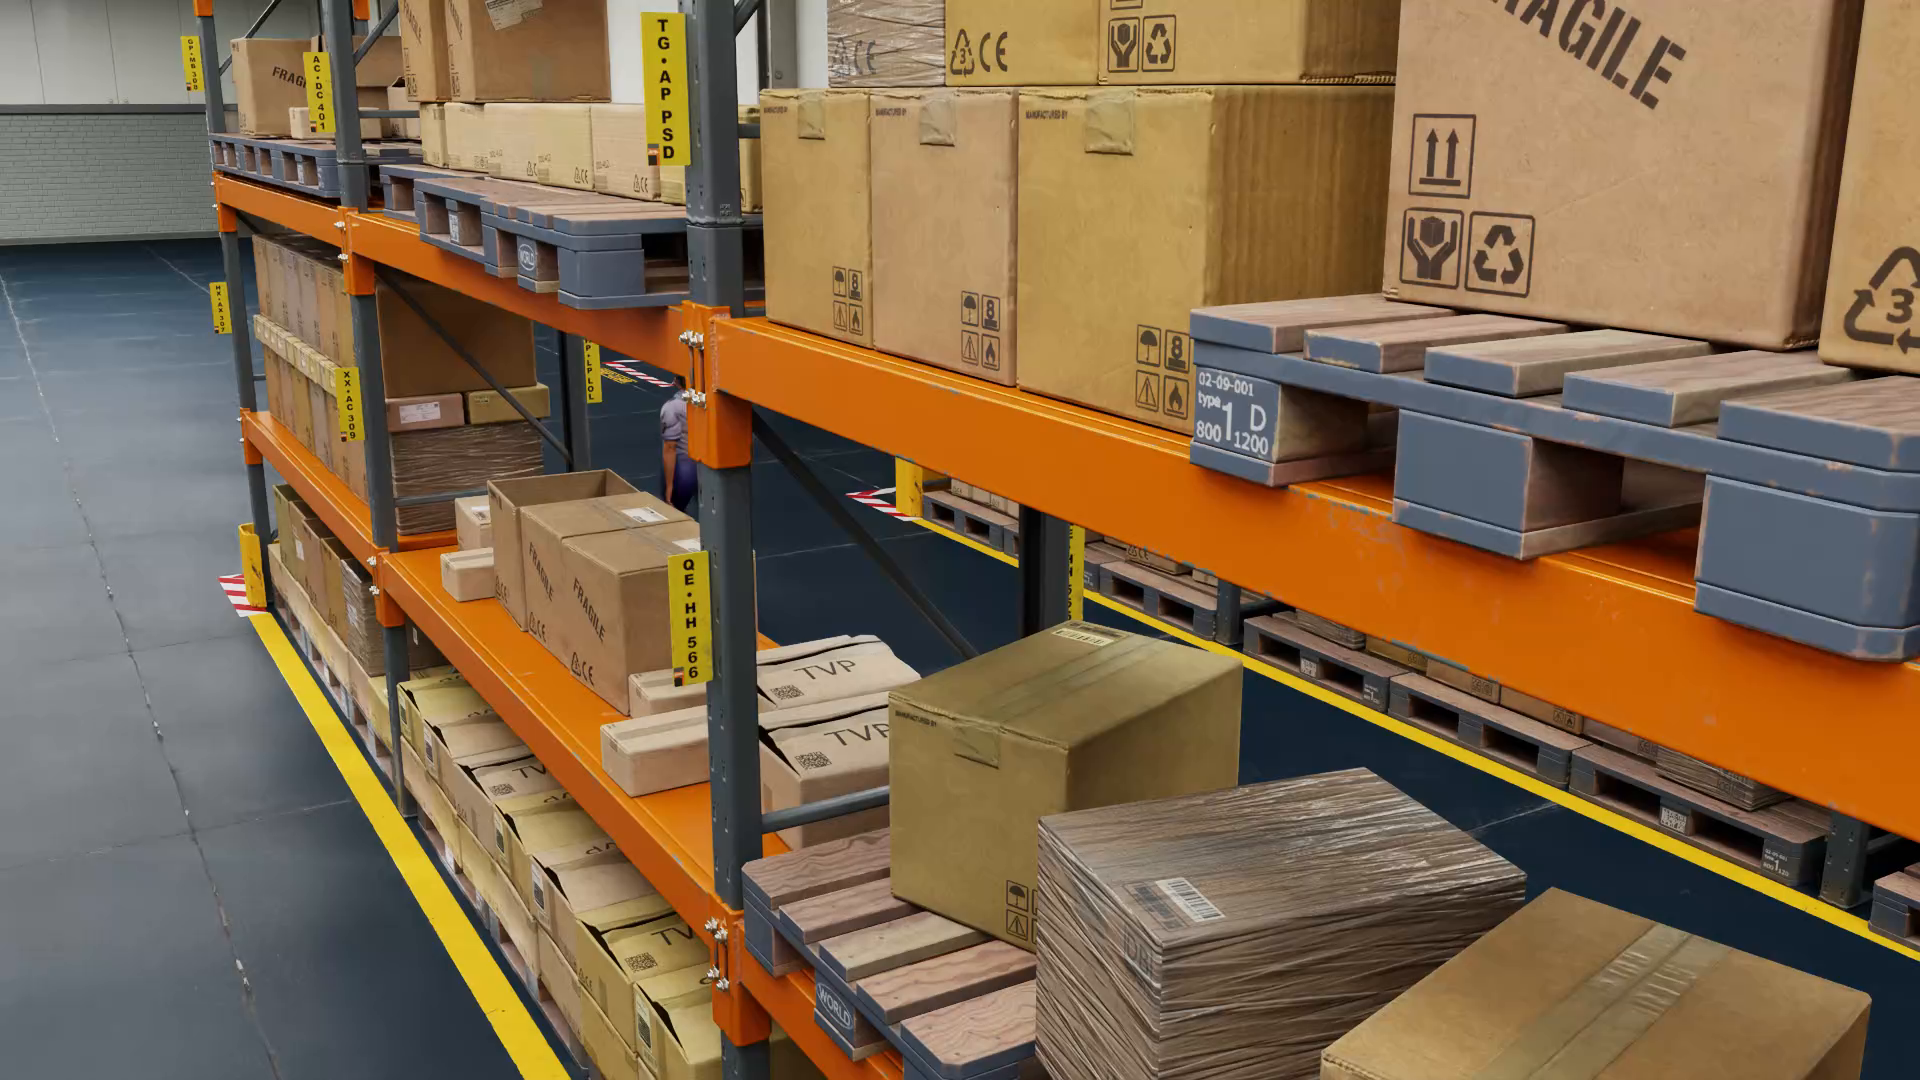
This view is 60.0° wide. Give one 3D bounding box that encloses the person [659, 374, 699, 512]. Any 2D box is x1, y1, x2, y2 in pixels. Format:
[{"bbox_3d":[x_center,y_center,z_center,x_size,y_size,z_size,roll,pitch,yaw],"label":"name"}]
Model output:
[{"bbox_3d":[-1.777,-0.430,11.135,0.488,1.600,0.948,-8,17,-29],"label":"person"}]
